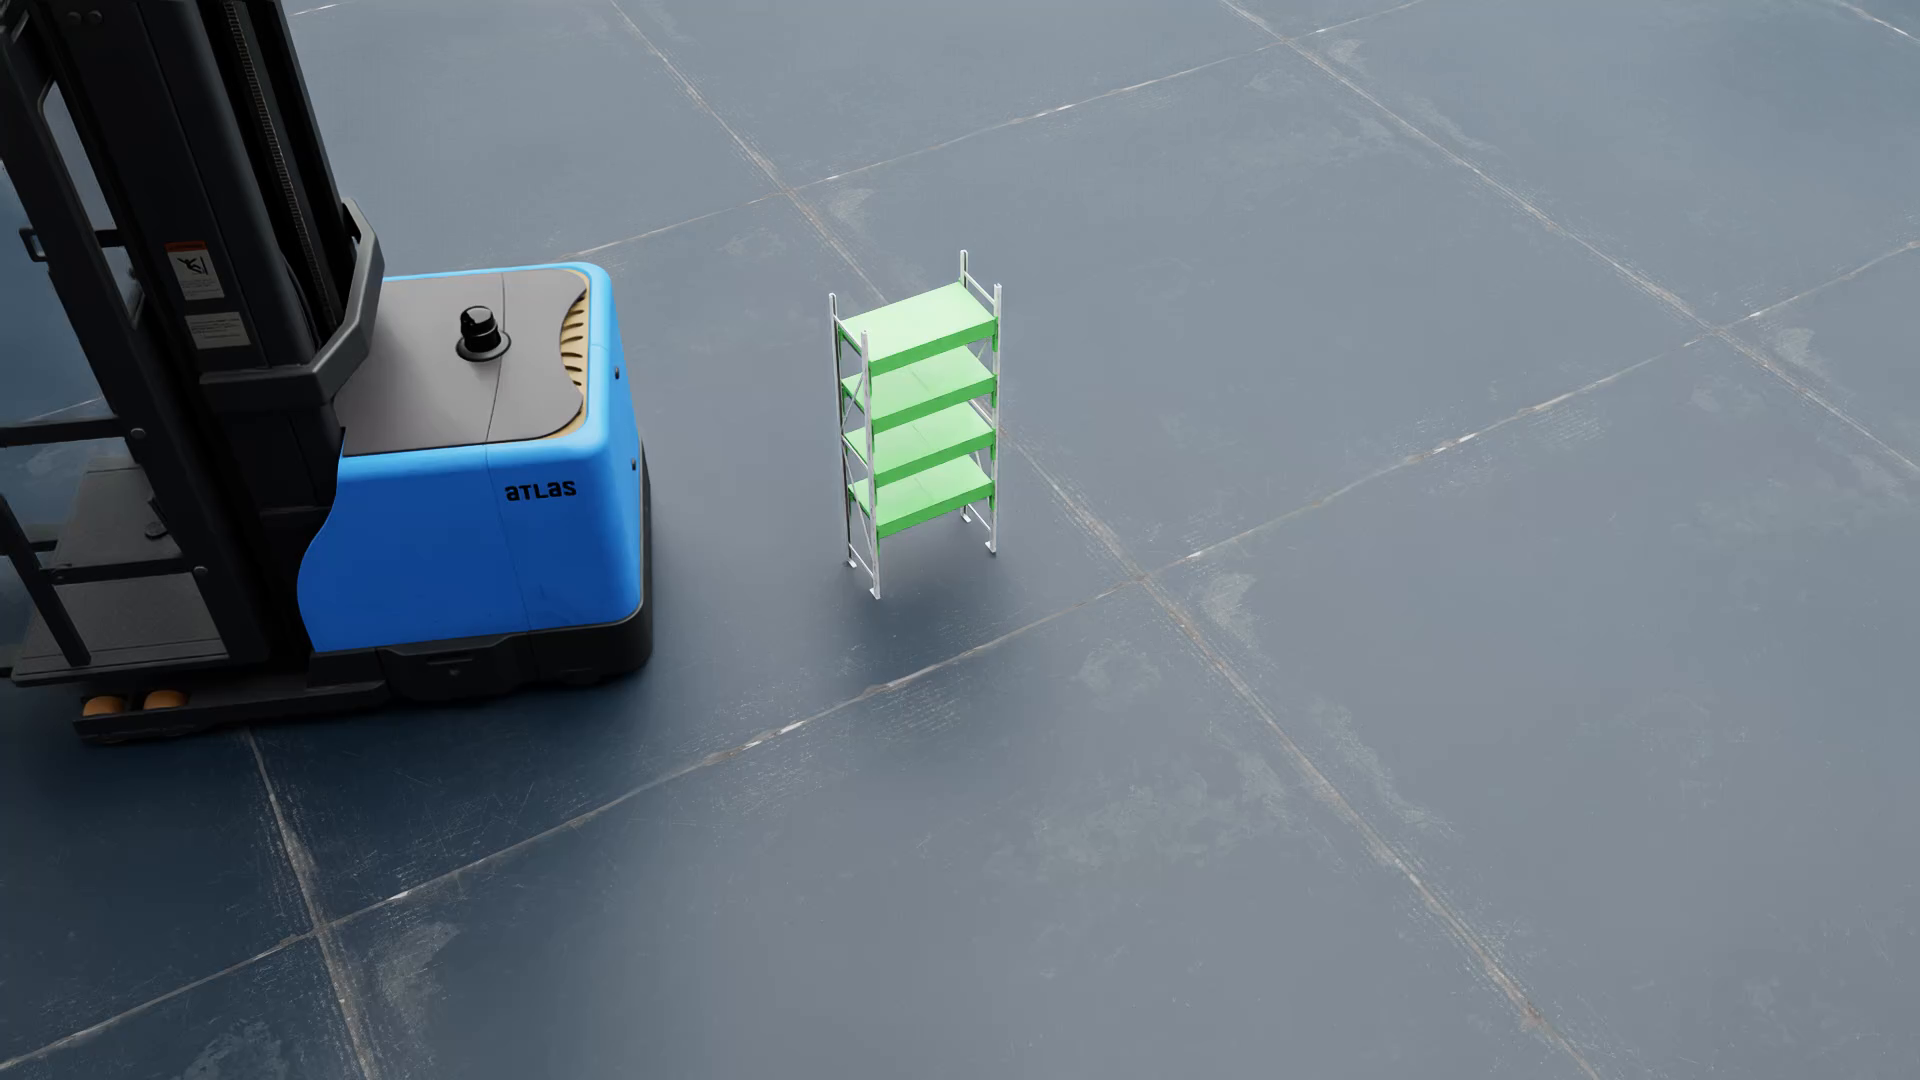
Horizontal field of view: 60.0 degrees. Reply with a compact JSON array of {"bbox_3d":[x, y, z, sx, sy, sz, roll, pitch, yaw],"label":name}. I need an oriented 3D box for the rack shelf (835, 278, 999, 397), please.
[{"bbox_3d":[-0.144,-0.672,5.483,0.480,0.148,0.258,-22,48,-21],"label":"rack shelf"}]

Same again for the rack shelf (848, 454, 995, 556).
[{"bbox_3d":[-0.144,-0.155,5.985,0.480,0.148,0.258,-22,48,-21],"label":"rack shelf"}]

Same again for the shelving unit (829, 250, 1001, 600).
[{"bbox_3d":[-0.144,-0.373,5.773,0.503,1.200,0.258,-22,48,-21],"label":"shelving unit"}]

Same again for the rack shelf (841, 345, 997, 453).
[{"bbox_3d":[-0.144,-0.500,5.650,0.480,0.148,0.258,-22,48,-21],"label":"rack shelf"}]

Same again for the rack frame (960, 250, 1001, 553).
[{"bbox_3d":[0.068,-0.458,5.860,0.015,1.200,0.240,-22,48,-21],"label":"rack frame"}]

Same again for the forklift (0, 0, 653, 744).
[{"bbox_3d":[-2.624,-0.768,4.937,3.031,2.935,1.130,-6,44,-6],"label":"forklift"}]

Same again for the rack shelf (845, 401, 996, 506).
[{"bbox_3d":[-0.144,-0.327,5.817,0.480,0.148,0.258,-22,48,-21],"label":"rack shelf"}]

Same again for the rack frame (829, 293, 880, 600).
[{"bbox_3d":[-0.355,-0.288,5.686,0.015,1.200,0.240,-22,48,-21],"label":"rack frame"}]
